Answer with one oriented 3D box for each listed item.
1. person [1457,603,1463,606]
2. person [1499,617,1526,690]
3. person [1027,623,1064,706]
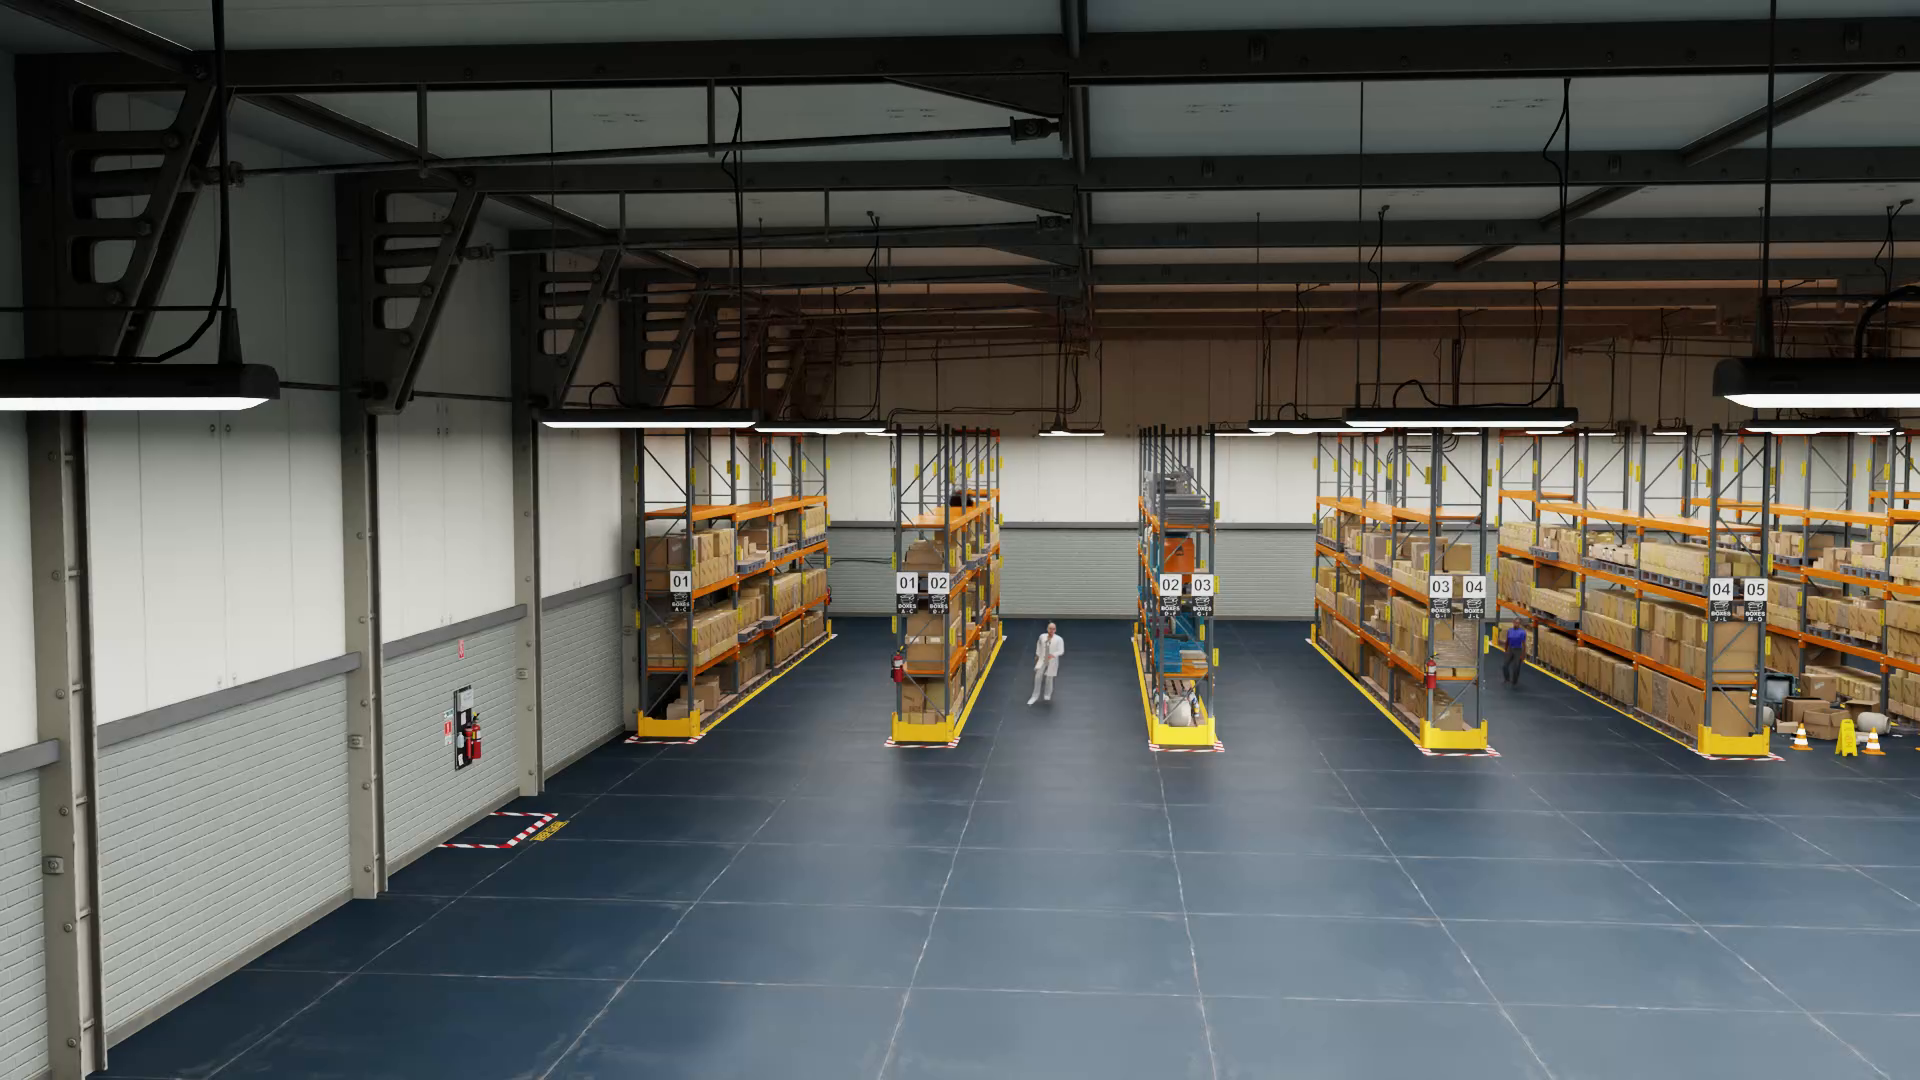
[{"bbox_3d":[13.854,2.078,46.303,0.639,1.651,0.589,1,4,18],"label":"person"},{"bbox_3d":[12.641,2.593,38.041,0.615,1.674,0.449,2,4,33],"label":"person"},{"bbox_3d":[1.885,2.653,35.746,0.755,1.749,0.896,1,4,15],"label":"person"}]
